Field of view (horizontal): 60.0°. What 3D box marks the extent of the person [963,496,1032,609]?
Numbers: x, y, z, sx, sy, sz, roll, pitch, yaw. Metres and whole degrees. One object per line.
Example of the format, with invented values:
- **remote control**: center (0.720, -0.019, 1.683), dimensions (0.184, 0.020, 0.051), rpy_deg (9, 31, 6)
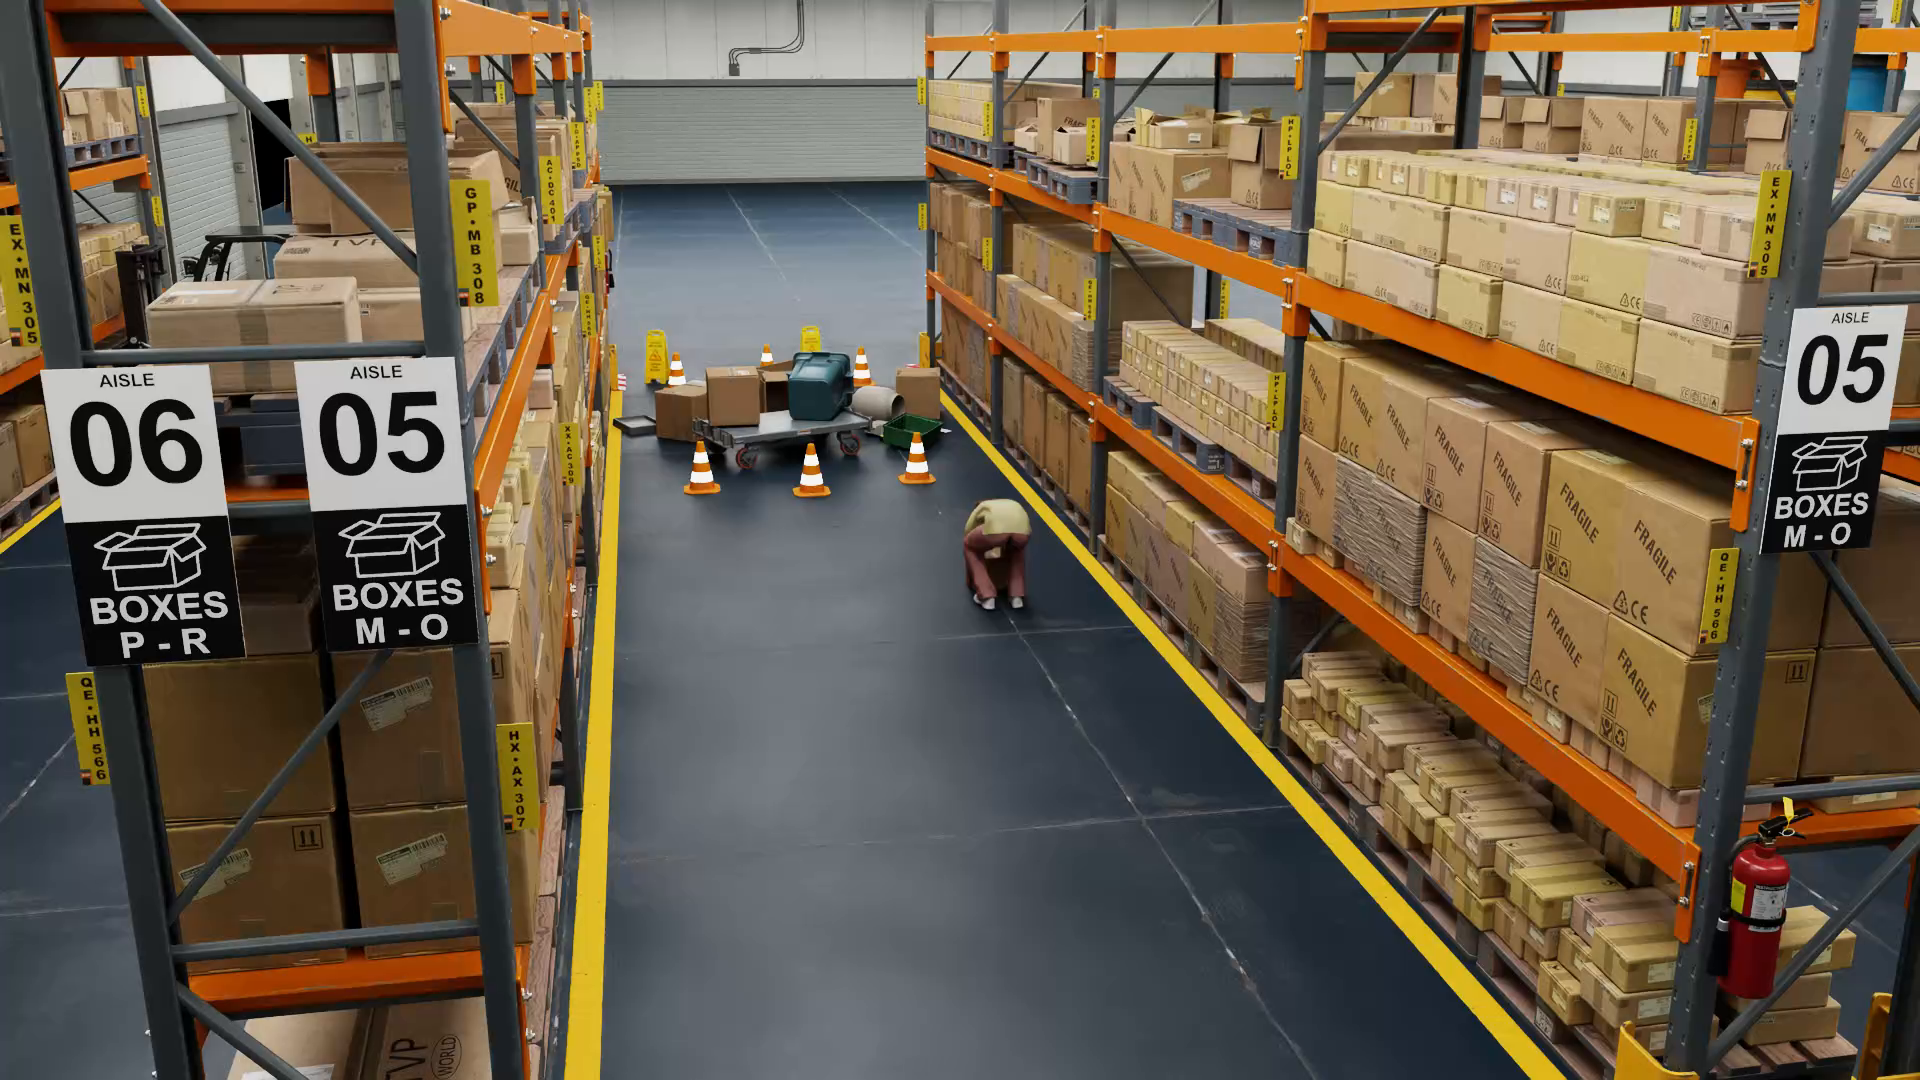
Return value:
- **person**: center (0.262, 0.062, 12.407), dimensions (0.475, 0.818, 0.860), rpy_deg (-4, 17, -13)
